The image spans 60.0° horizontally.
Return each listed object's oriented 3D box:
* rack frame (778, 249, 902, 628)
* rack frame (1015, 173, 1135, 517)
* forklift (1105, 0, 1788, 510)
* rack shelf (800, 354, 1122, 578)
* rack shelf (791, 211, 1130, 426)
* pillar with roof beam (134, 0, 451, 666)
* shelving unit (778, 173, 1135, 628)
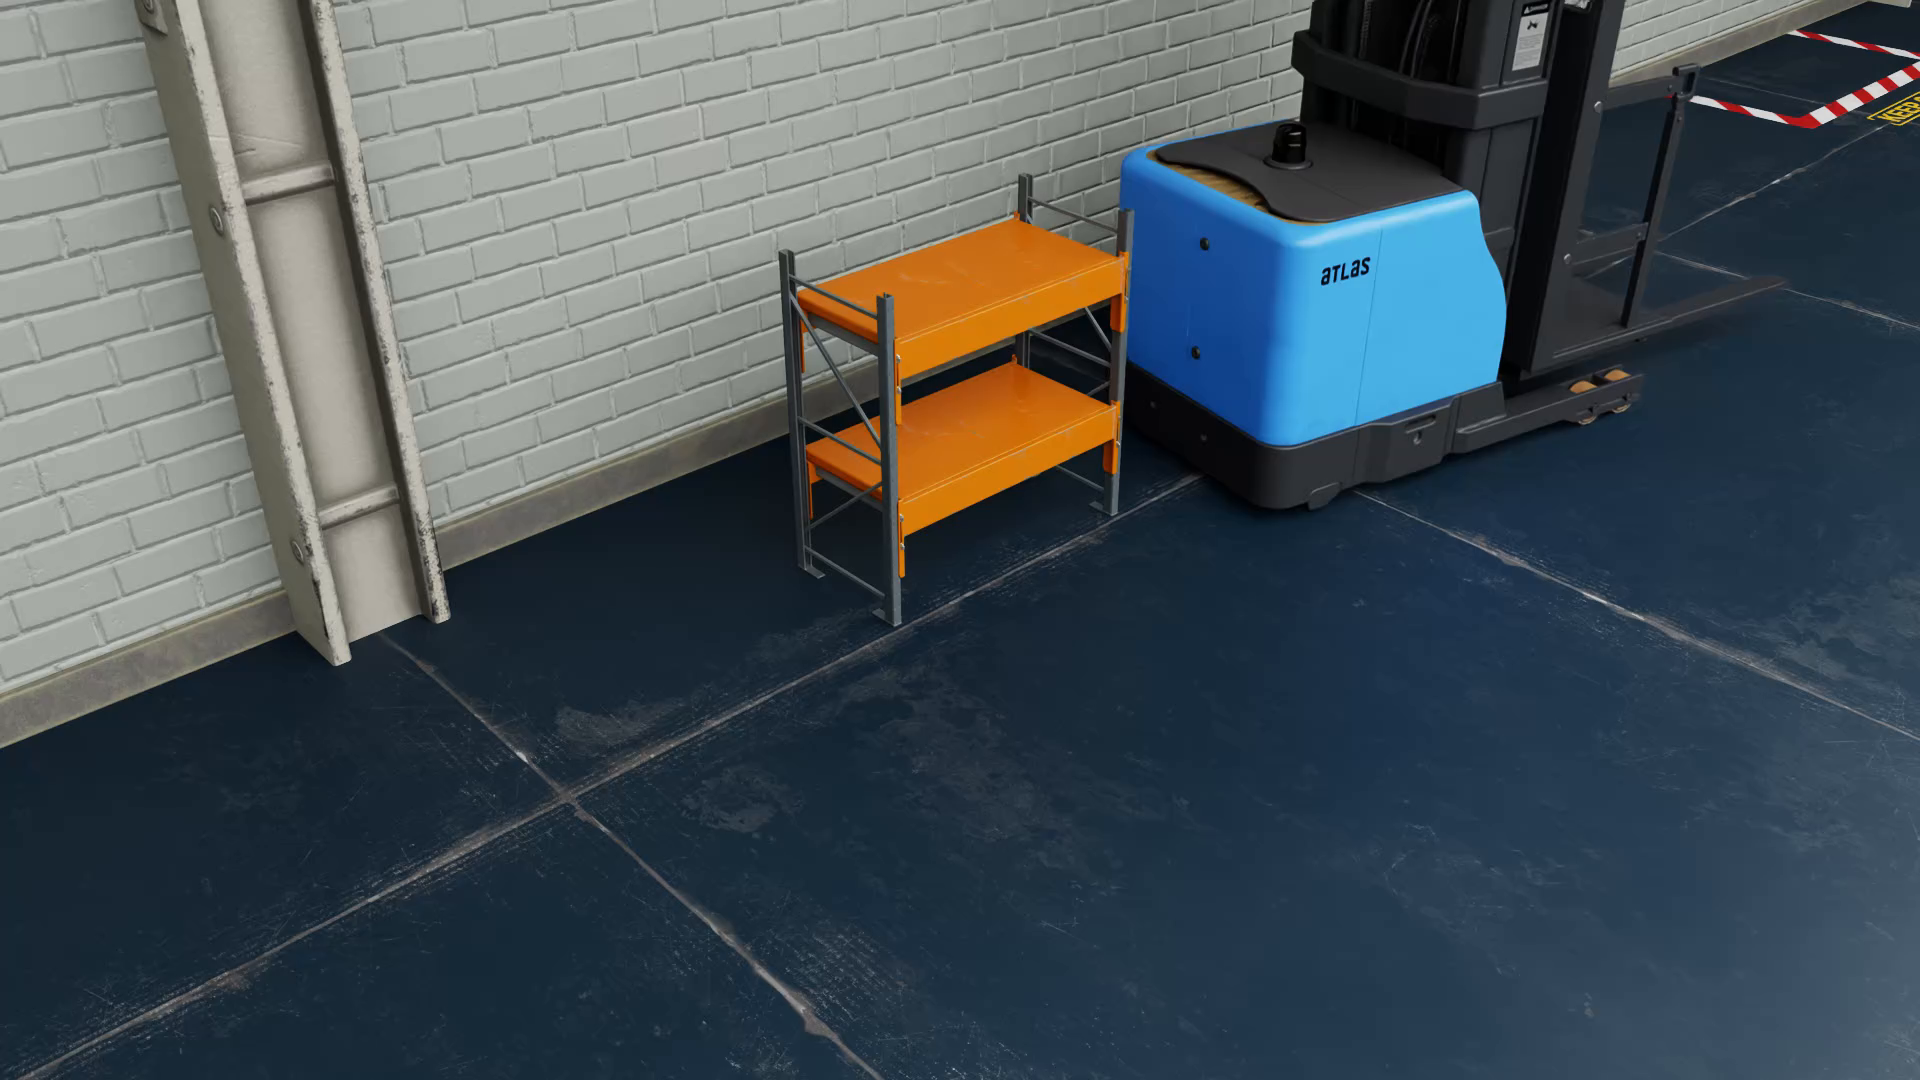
[{"bbox_3d":[-0.368,-0.302,5.166,0.032,1.125,0.500,-26,40,-35],"label":"rack frame"},{"bbox_3d":[0.378,-0.663,5.755,0.032,1.125,0.500,-26,40,-35],"label":"rack frame"},{"bbox_3d":[2.093,-1.918,6.077,3.031,2.935,1.130,-18,36,-26],"label":"forklift"},{"bbox_3d":[0.005,-0.274,5.588,1.000,0.278,0.538,-26,40,-35],"label":"rack shelf"},{"bbox_3d":[0.005,-0.732,5.308,1.000,0.278,0.538,-26,40,-35],"label":"rack shelf"},{"bbox_3d":[1.045,-1.932,0.284,0.400,9.000,9.100,-26,40,-35],"label":"pillar with roof beam"},{"bbox_3d":[0.005,-0.482,5.460,1.048,1.125,0.538,-26,40,-35],"label":"shelving unit"}]
